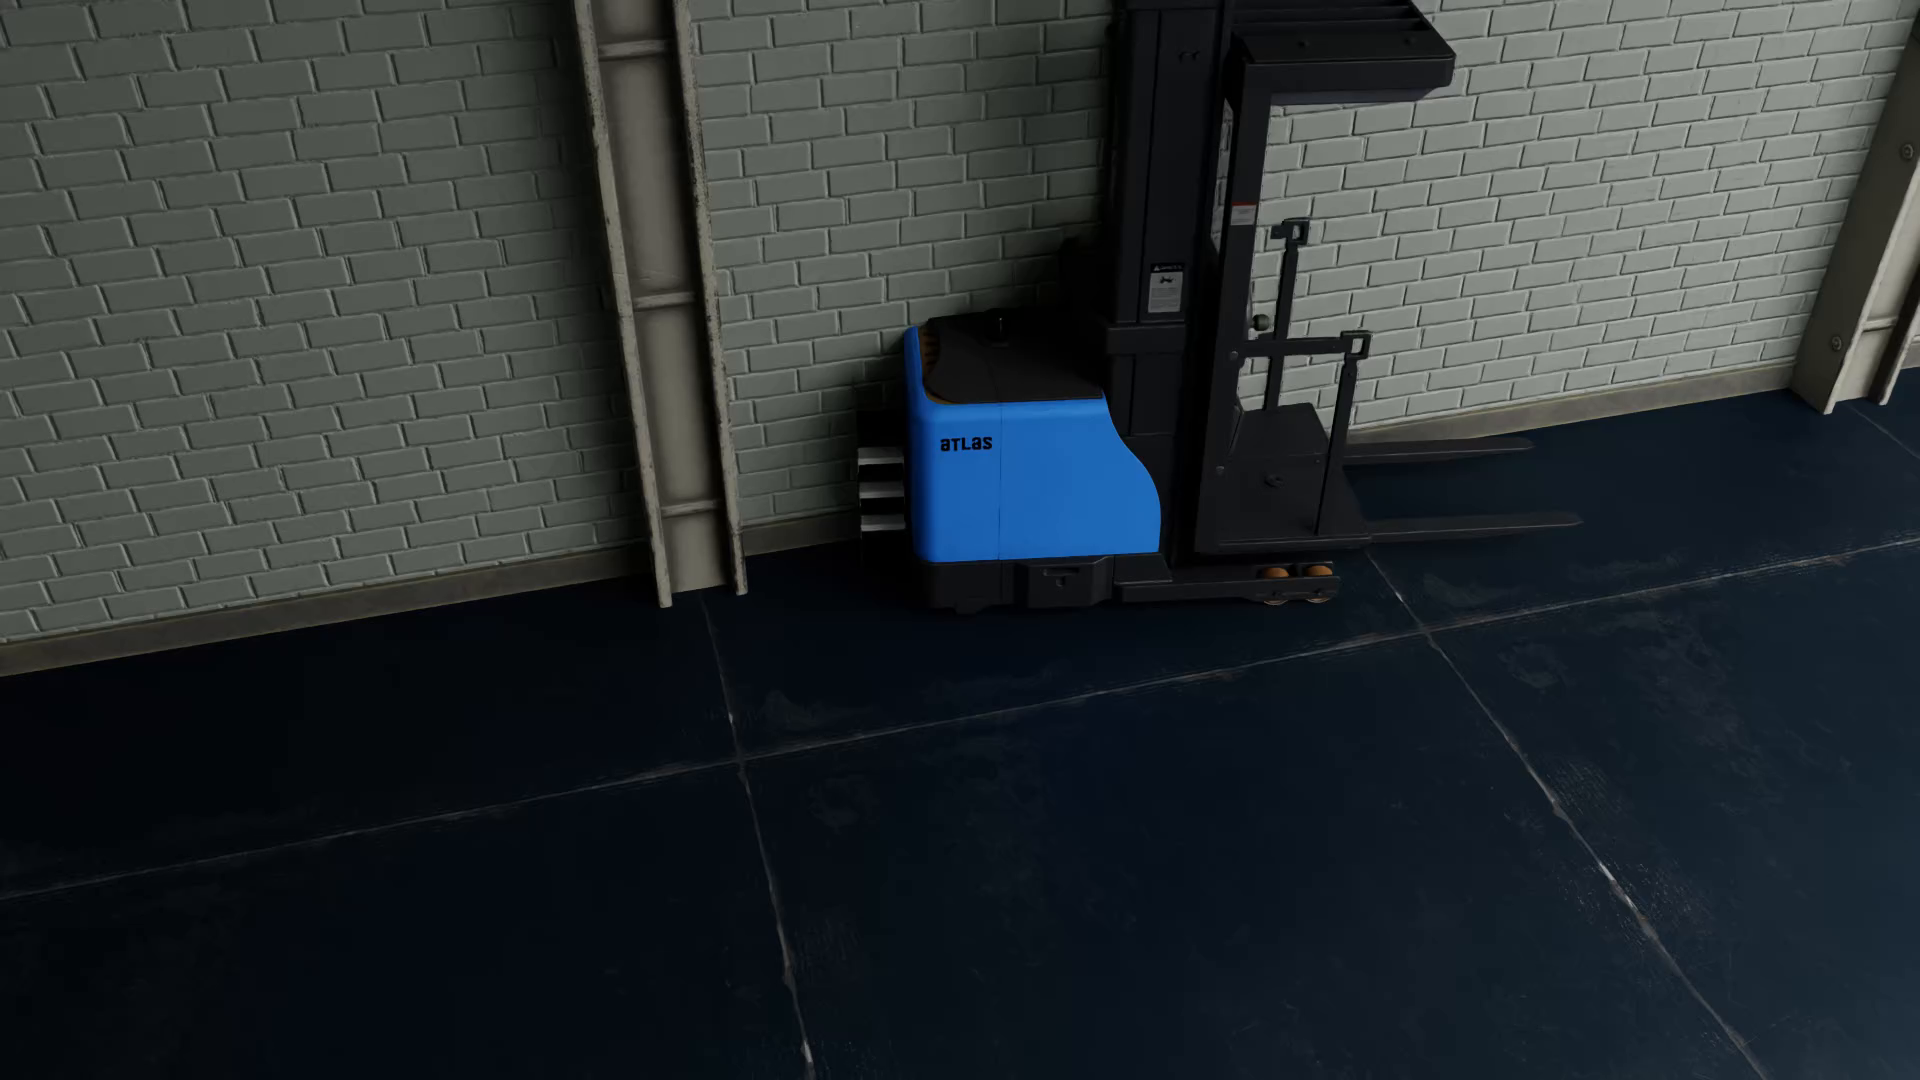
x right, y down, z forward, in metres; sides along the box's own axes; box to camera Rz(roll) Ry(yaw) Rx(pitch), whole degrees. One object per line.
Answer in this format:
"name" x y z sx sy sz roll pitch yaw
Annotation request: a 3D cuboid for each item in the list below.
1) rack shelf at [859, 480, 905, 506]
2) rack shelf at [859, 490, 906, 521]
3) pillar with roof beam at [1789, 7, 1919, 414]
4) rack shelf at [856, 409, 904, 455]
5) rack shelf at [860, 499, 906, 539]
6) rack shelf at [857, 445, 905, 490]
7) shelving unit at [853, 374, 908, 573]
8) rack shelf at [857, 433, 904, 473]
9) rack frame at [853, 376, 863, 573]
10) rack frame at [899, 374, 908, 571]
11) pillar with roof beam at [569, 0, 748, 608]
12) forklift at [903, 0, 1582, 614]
"rack shelf" -0.351 -0.258 7.401 0.200 0.077 0.258 -3 38 -4
"rack shelf" -0.351 -0.187 7.456 0.200 0.077 0.258 -3 38 -4
"pillar with roof beam" 5.736 -1.819 2.722 0.400 9.000 9.100 -9 38 -12
"rack shelf" -0.351 -0.472 7.237 0.200 0.077 0.258 -3 38 -4
"rack shelf" -0.351 -0.115 7.511 0.200 0.077 0.258 -3 38 -4
"rack shelf" -0.351 -0.329 7.347 0.200 0.077 0.258 -3 38 -4
"shelving unit" -0.351 -0.284 7.381 0.210 0.900 0.258 -3 38 -4
"rack shelf" -0.351 -0.401 7.292 0.200 0.077 0.258 -3 38 -4
"rack frame" -0.452 -0.280 7.375 0.006 0.900 0.240 -3 38 -4
"rack frame" -0.250 -0.289 7.388 0.006 0.900 0.240 -3 38 -4
"pillar with roof beam" -0.057 -0.869 1.479 0.400 9.000 9.100 -9 38 -12
"forklift" 1.266 -1.195 6.900 3.031 2.935 1.130 -3 38 -4
